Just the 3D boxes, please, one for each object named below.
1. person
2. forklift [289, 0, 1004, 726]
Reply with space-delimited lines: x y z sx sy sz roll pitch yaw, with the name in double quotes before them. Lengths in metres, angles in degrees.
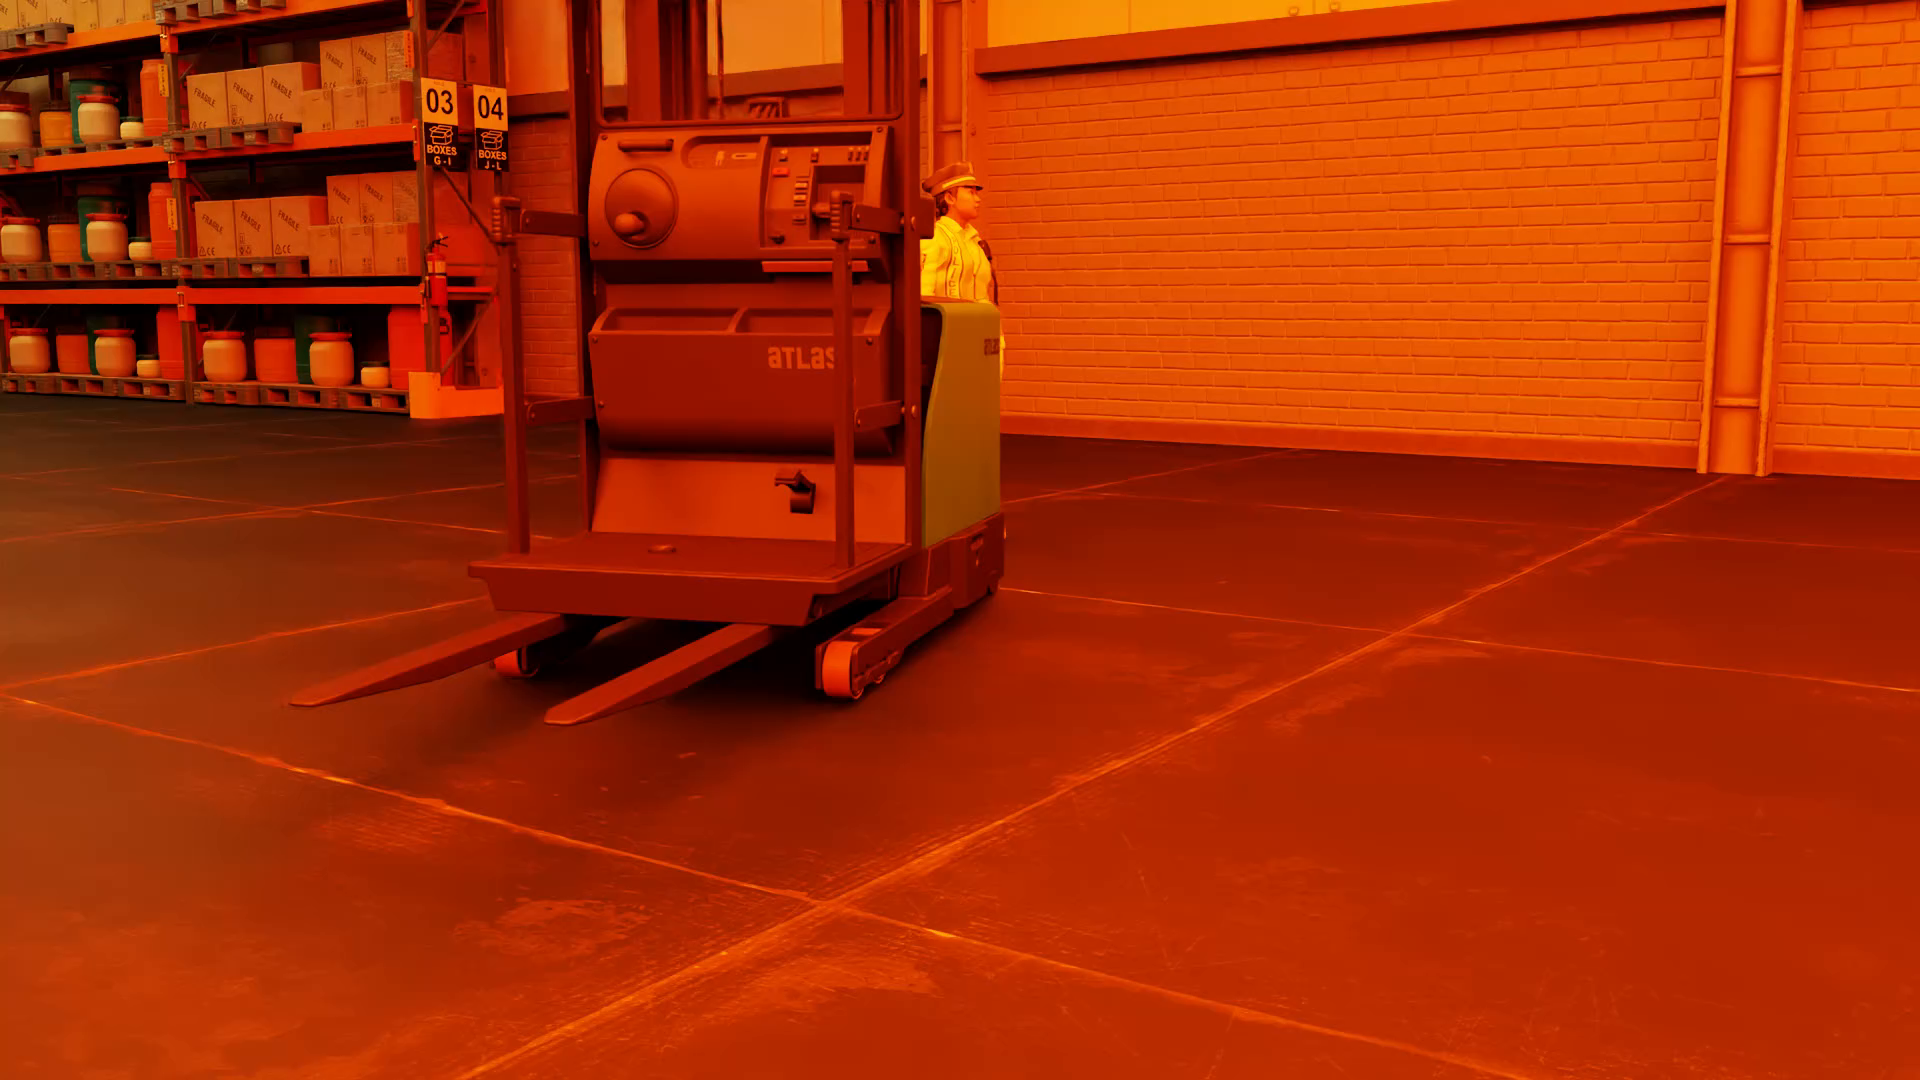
"person" 0.053 -0.840 7.440 0.531 1.695 0.588 5 10 34
"forklift" -0.719 -1.074 4.746 1.130 2.935 3.031 2 8 15
